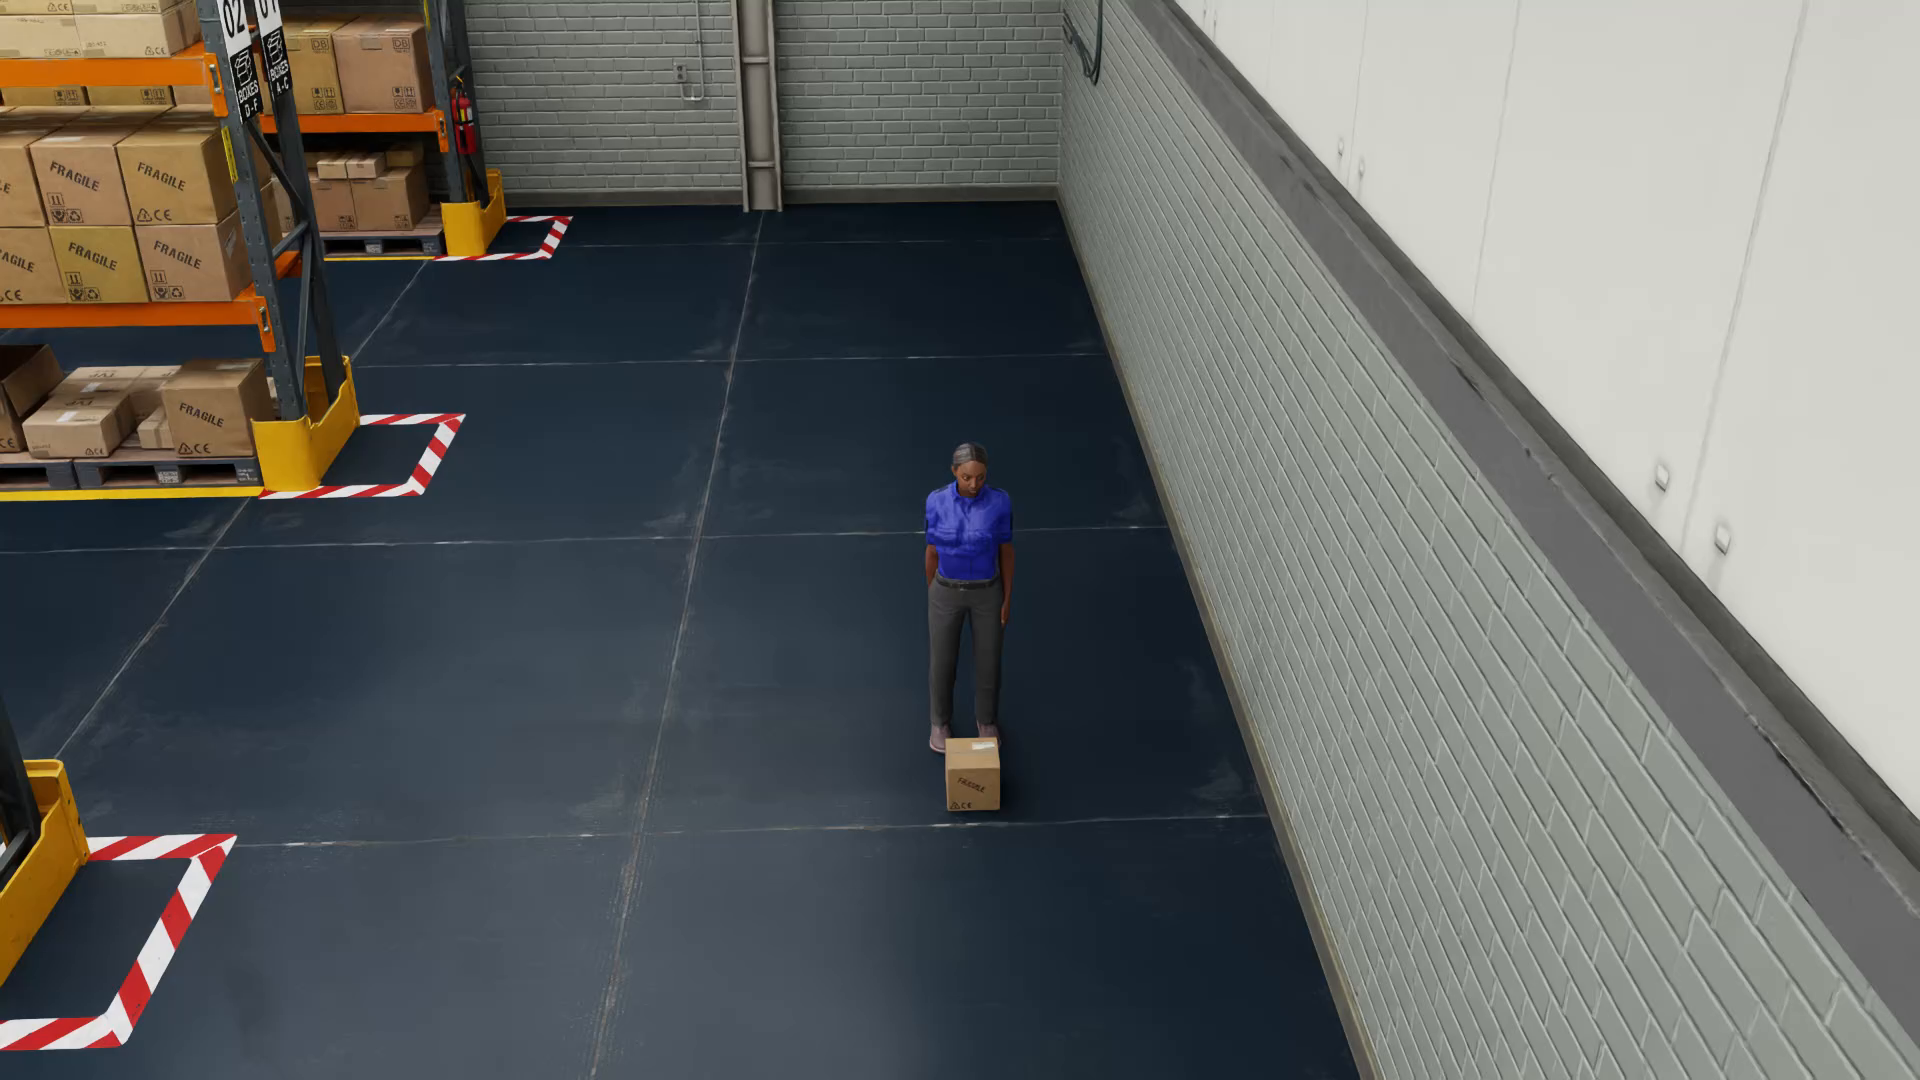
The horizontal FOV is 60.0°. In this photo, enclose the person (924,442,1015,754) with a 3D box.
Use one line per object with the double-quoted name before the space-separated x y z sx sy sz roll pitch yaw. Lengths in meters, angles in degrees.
"person" 0.047 0.283 8.097 0.438 1.658 0.305 -1 28 -2
